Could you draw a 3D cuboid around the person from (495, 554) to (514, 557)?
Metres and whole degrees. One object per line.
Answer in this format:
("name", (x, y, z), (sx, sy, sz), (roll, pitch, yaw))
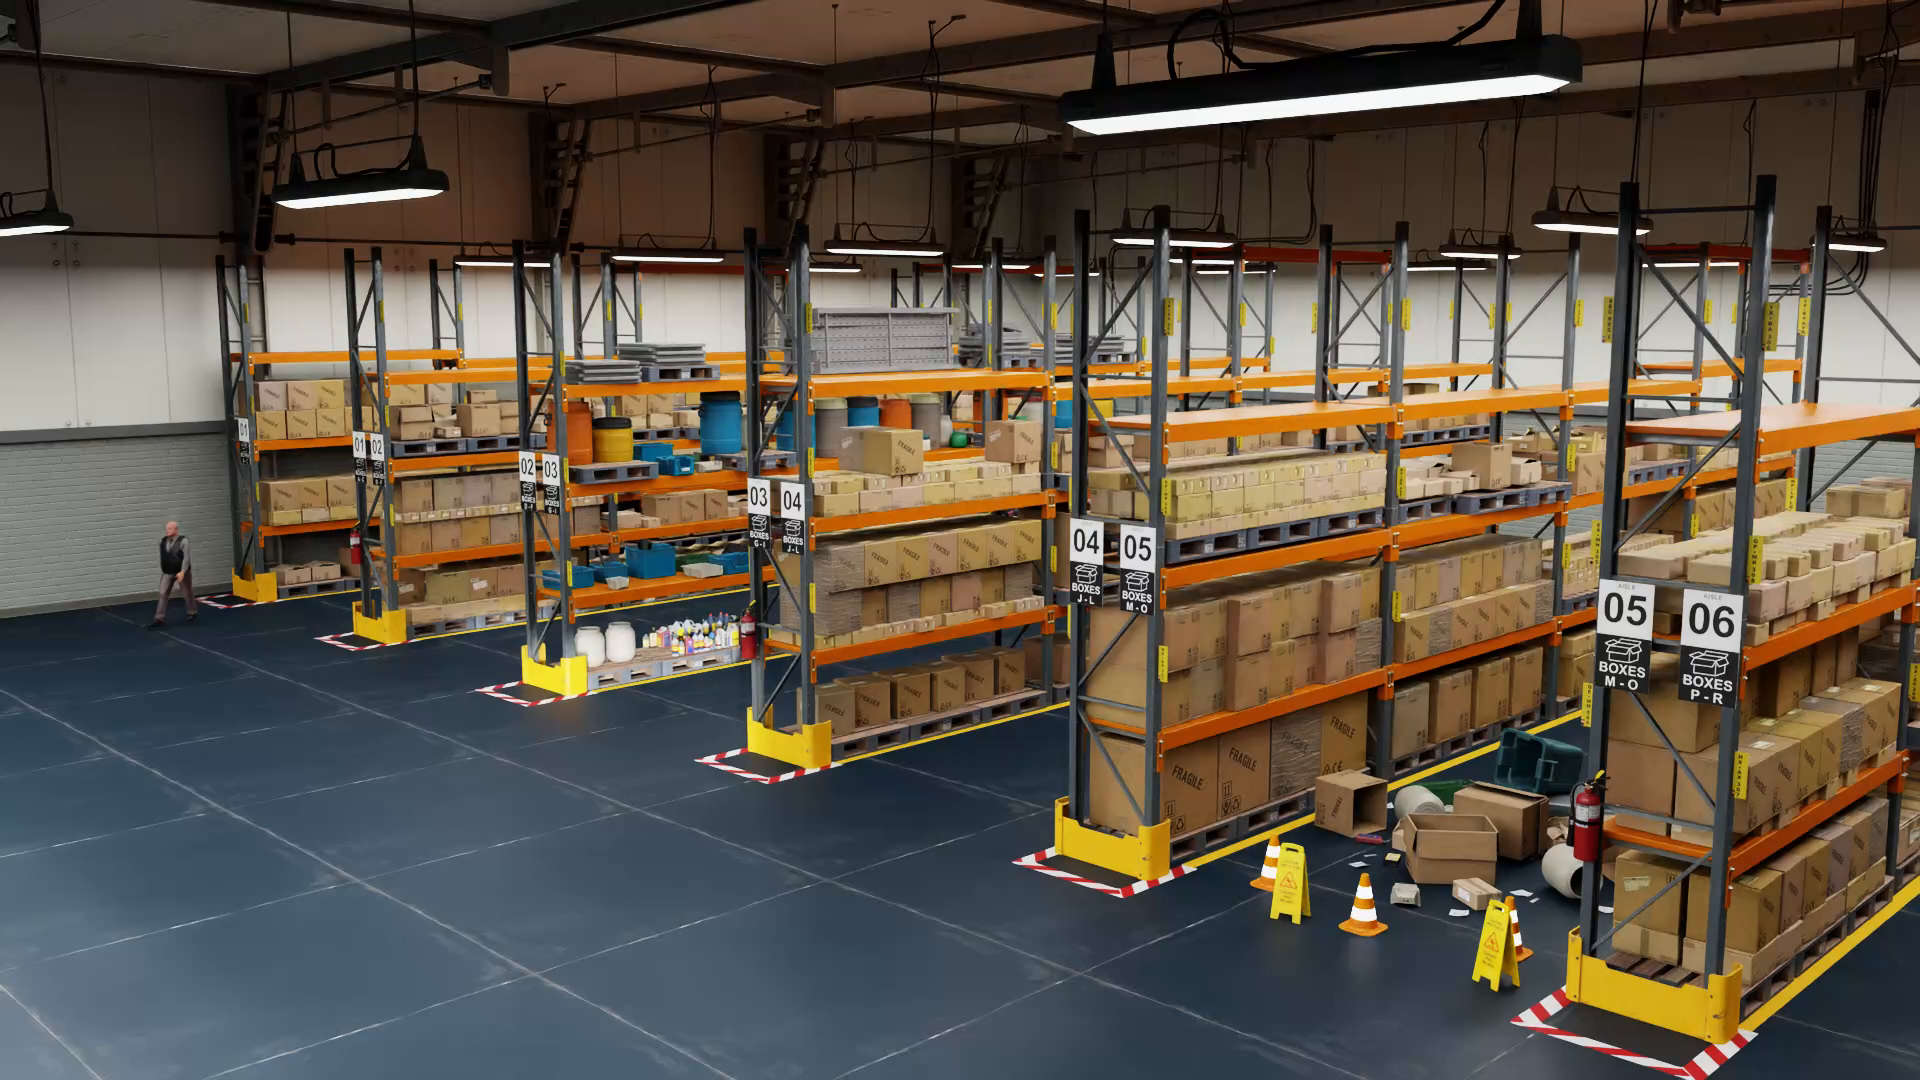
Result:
("person", (-8.462, -0.066, 31.286), (0.479, 1.612, 0.928), (4, 9, 27))

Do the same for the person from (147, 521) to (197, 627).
("person", (-12.651, 0.529, 26.749), (0.558, 1.664, 1.018), (0, 8, -2))
